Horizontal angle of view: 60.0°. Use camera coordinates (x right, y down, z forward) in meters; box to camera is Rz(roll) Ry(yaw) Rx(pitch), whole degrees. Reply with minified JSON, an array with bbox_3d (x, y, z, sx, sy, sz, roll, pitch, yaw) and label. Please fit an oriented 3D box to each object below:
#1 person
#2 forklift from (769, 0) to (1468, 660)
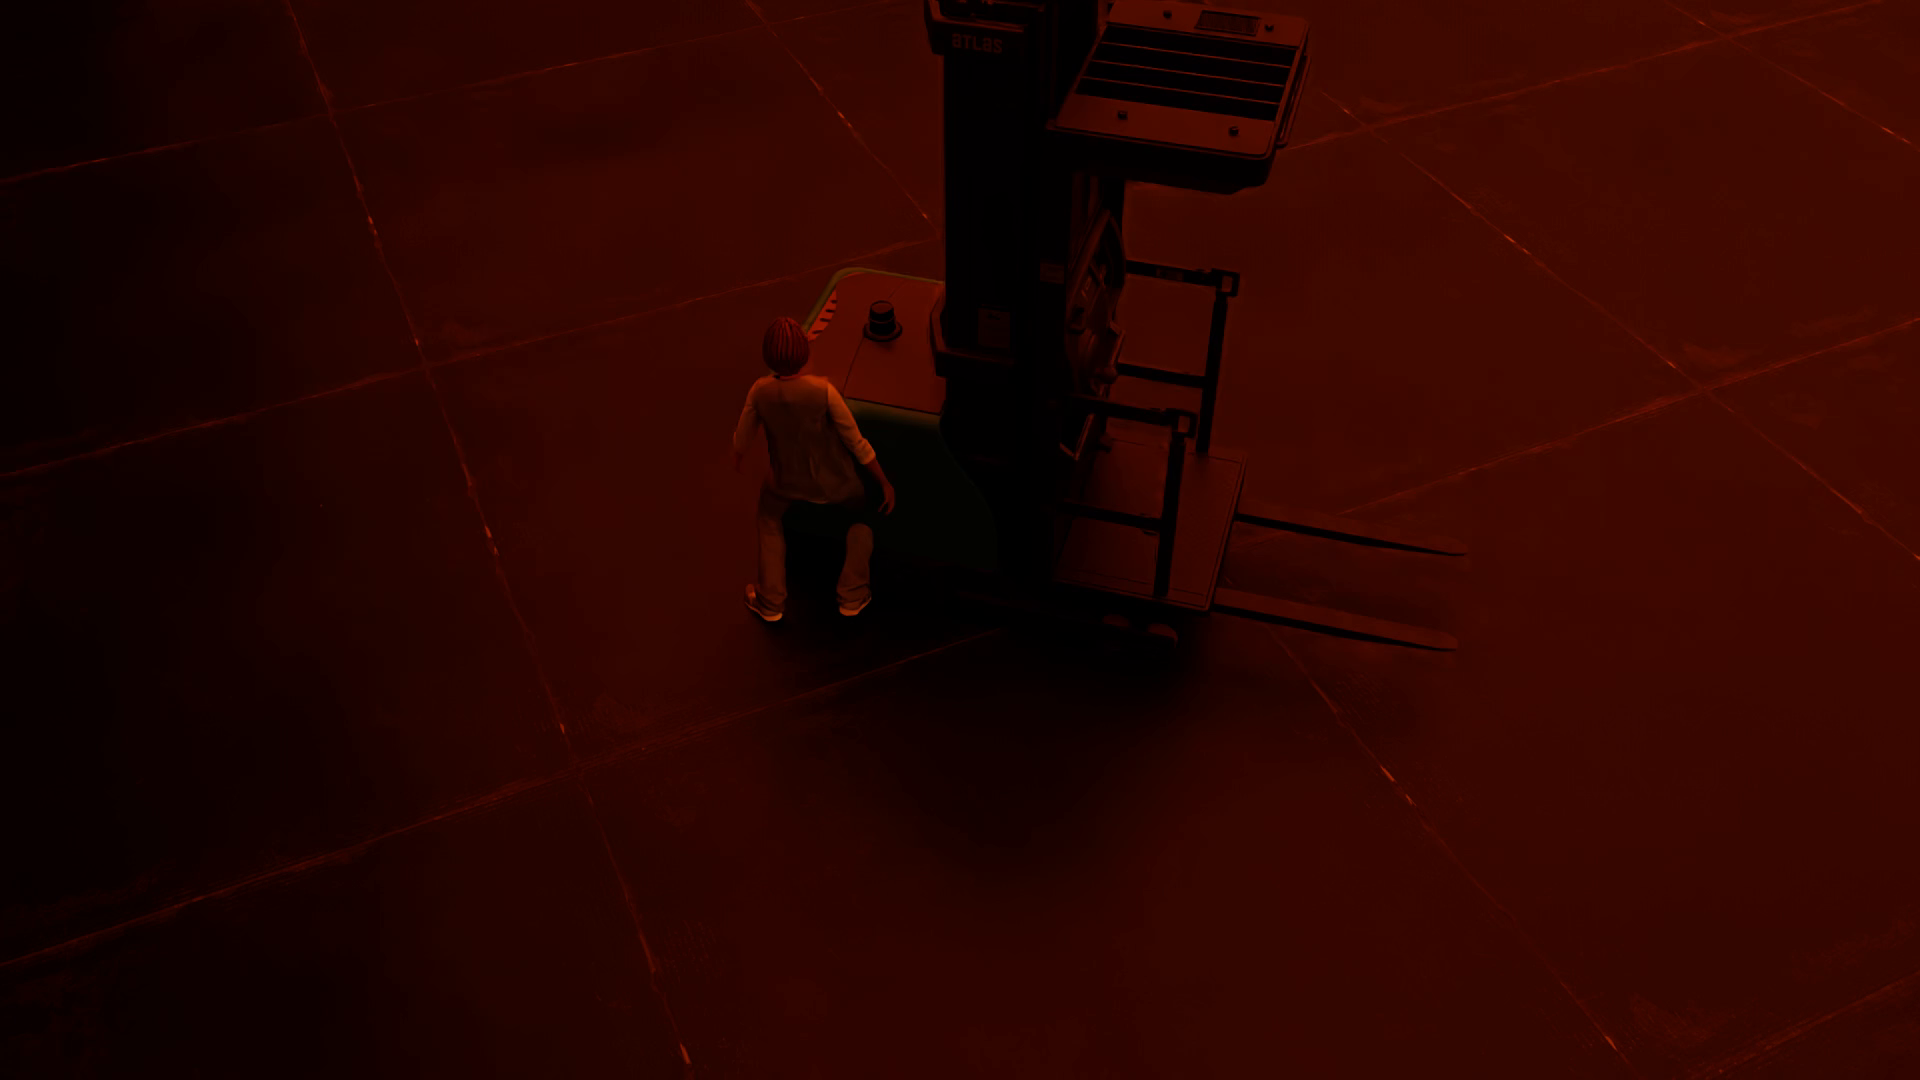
[{"bbox_3d":[-0.622,-0.282,7.046,0.763,1.500,0.452,10,44,11],"label":"person"},{"bbox_3d":[0.735,-0.955,6.703,3.031,2.935,1.130,11,44,12],"label":"forklift"}]
